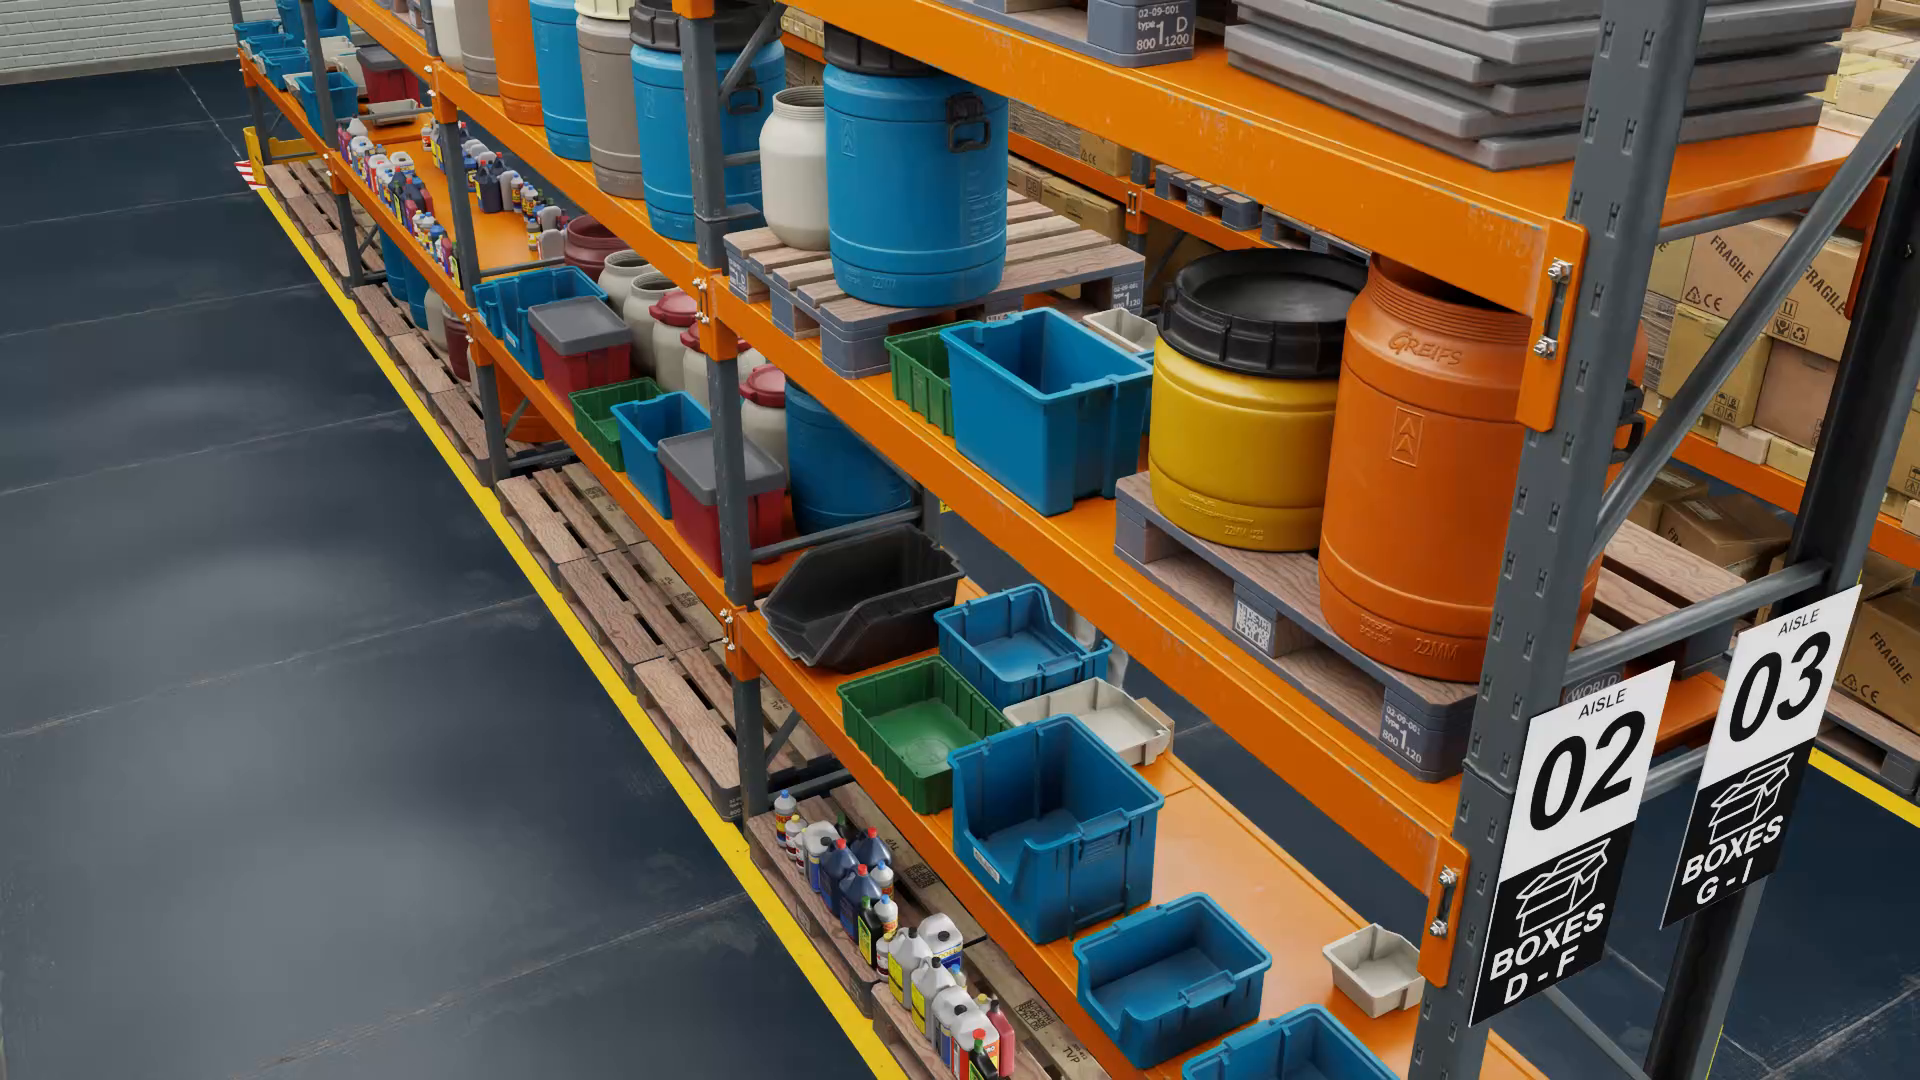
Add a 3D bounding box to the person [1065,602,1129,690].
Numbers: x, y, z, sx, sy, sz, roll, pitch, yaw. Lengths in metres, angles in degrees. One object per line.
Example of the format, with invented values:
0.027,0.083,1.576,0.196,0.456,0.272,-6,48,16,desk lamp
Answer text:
0.705,0.144,8.318,0.447,1.665,0.354,-12,31,-21,person
